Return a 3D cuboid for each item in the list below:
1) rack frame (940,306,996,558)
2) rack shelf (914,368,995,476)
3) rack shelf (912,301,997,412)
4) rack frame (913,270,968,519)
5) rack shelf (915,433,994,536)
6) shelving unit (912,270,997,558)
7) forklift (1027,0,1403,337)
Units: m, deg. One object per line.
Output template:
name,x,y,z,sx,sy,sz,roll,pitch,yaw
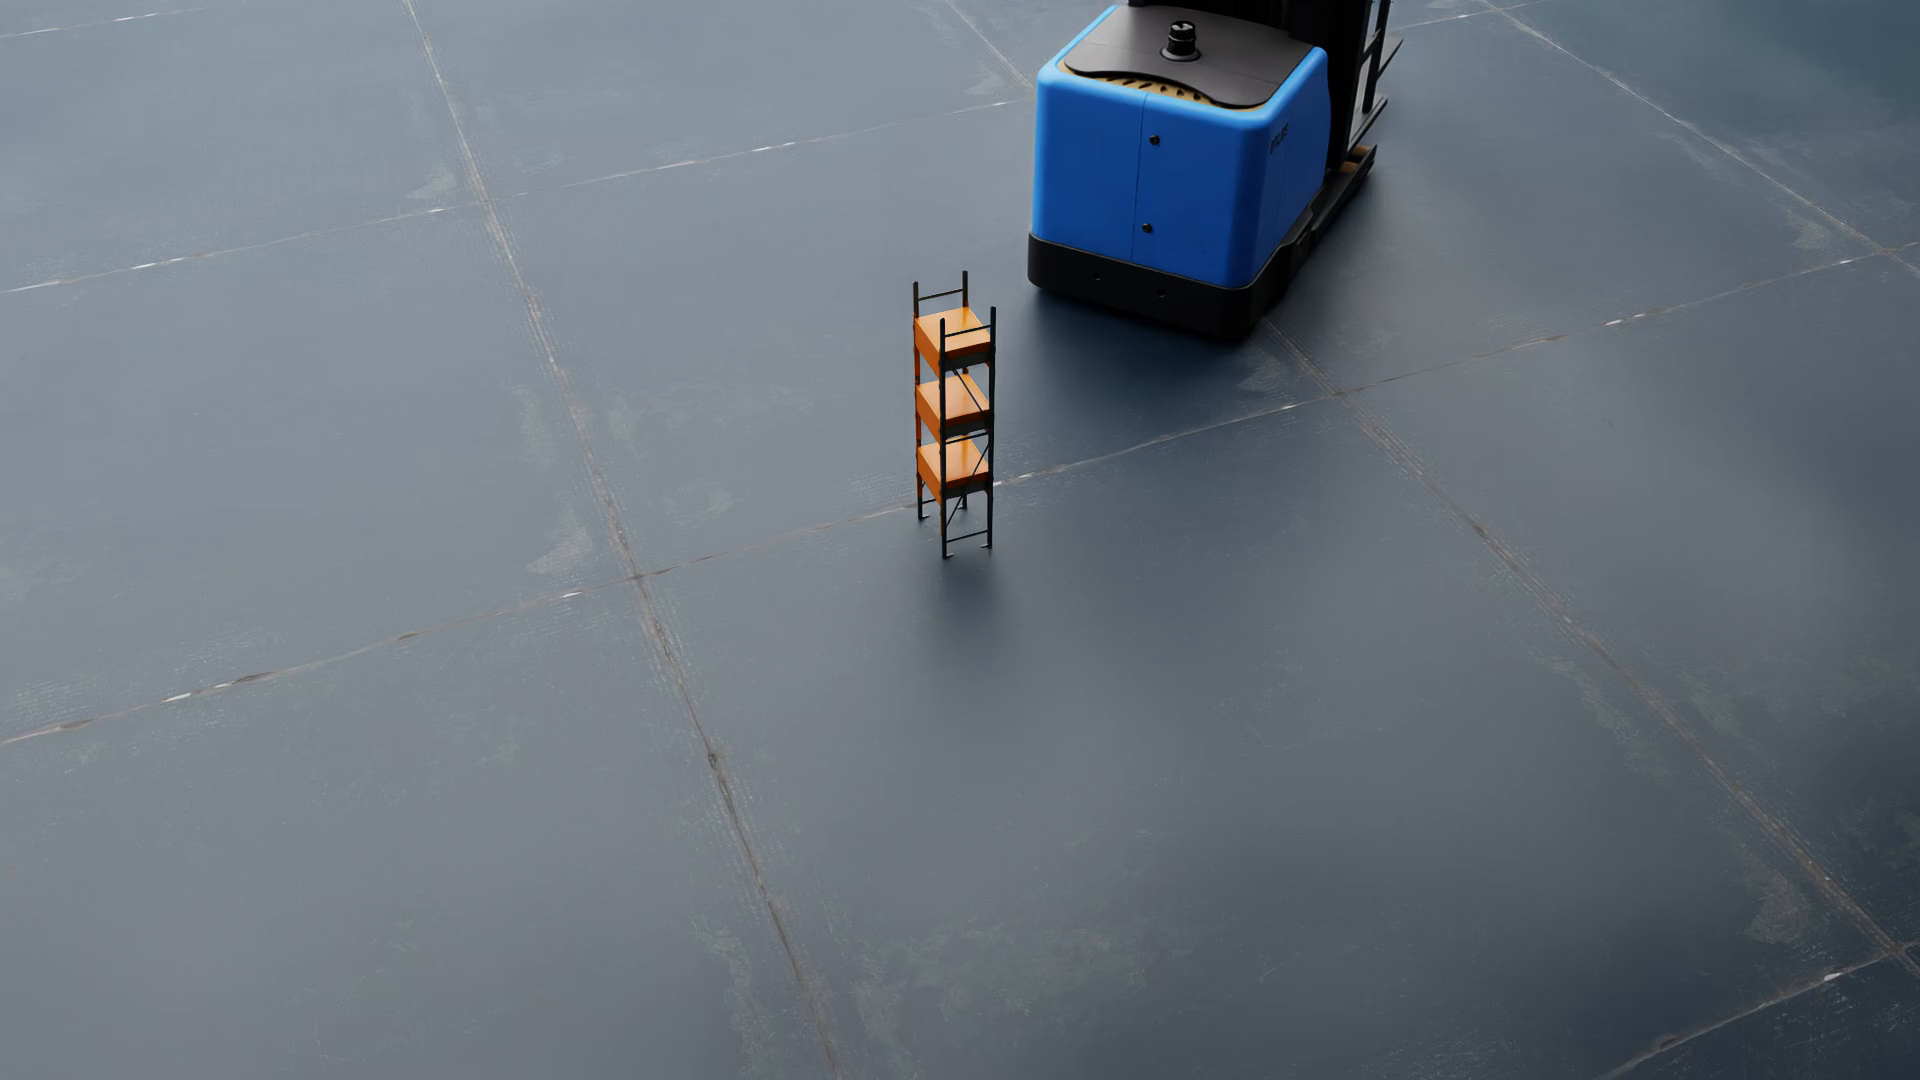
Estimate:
rack frame,0.026,-0.357,5.860,0.200,1.050,0.008,-15,43,-17
rack shelf,-0.020,-0.422,5.952,0.215,0.259,0.240,-15,43,-17
rack shelf,-0.020,-0.637,5.767,0.215,0.259,0.240,-15,43,-17
rack frame,-0.067,-0.504,6.031,0.200,1.050,0.008,-15,43,-17
rack shelf,-0.020,-0.212,6.133,0.215,0.259,0.240,-15,43,-17
shelving unit,-0.020,-0.430,5.945,0.215,1.050,0.252,-15,43,-17
forklift,1.433,-2.938,7.419,1.130,2.935,3.031,19,44,20
